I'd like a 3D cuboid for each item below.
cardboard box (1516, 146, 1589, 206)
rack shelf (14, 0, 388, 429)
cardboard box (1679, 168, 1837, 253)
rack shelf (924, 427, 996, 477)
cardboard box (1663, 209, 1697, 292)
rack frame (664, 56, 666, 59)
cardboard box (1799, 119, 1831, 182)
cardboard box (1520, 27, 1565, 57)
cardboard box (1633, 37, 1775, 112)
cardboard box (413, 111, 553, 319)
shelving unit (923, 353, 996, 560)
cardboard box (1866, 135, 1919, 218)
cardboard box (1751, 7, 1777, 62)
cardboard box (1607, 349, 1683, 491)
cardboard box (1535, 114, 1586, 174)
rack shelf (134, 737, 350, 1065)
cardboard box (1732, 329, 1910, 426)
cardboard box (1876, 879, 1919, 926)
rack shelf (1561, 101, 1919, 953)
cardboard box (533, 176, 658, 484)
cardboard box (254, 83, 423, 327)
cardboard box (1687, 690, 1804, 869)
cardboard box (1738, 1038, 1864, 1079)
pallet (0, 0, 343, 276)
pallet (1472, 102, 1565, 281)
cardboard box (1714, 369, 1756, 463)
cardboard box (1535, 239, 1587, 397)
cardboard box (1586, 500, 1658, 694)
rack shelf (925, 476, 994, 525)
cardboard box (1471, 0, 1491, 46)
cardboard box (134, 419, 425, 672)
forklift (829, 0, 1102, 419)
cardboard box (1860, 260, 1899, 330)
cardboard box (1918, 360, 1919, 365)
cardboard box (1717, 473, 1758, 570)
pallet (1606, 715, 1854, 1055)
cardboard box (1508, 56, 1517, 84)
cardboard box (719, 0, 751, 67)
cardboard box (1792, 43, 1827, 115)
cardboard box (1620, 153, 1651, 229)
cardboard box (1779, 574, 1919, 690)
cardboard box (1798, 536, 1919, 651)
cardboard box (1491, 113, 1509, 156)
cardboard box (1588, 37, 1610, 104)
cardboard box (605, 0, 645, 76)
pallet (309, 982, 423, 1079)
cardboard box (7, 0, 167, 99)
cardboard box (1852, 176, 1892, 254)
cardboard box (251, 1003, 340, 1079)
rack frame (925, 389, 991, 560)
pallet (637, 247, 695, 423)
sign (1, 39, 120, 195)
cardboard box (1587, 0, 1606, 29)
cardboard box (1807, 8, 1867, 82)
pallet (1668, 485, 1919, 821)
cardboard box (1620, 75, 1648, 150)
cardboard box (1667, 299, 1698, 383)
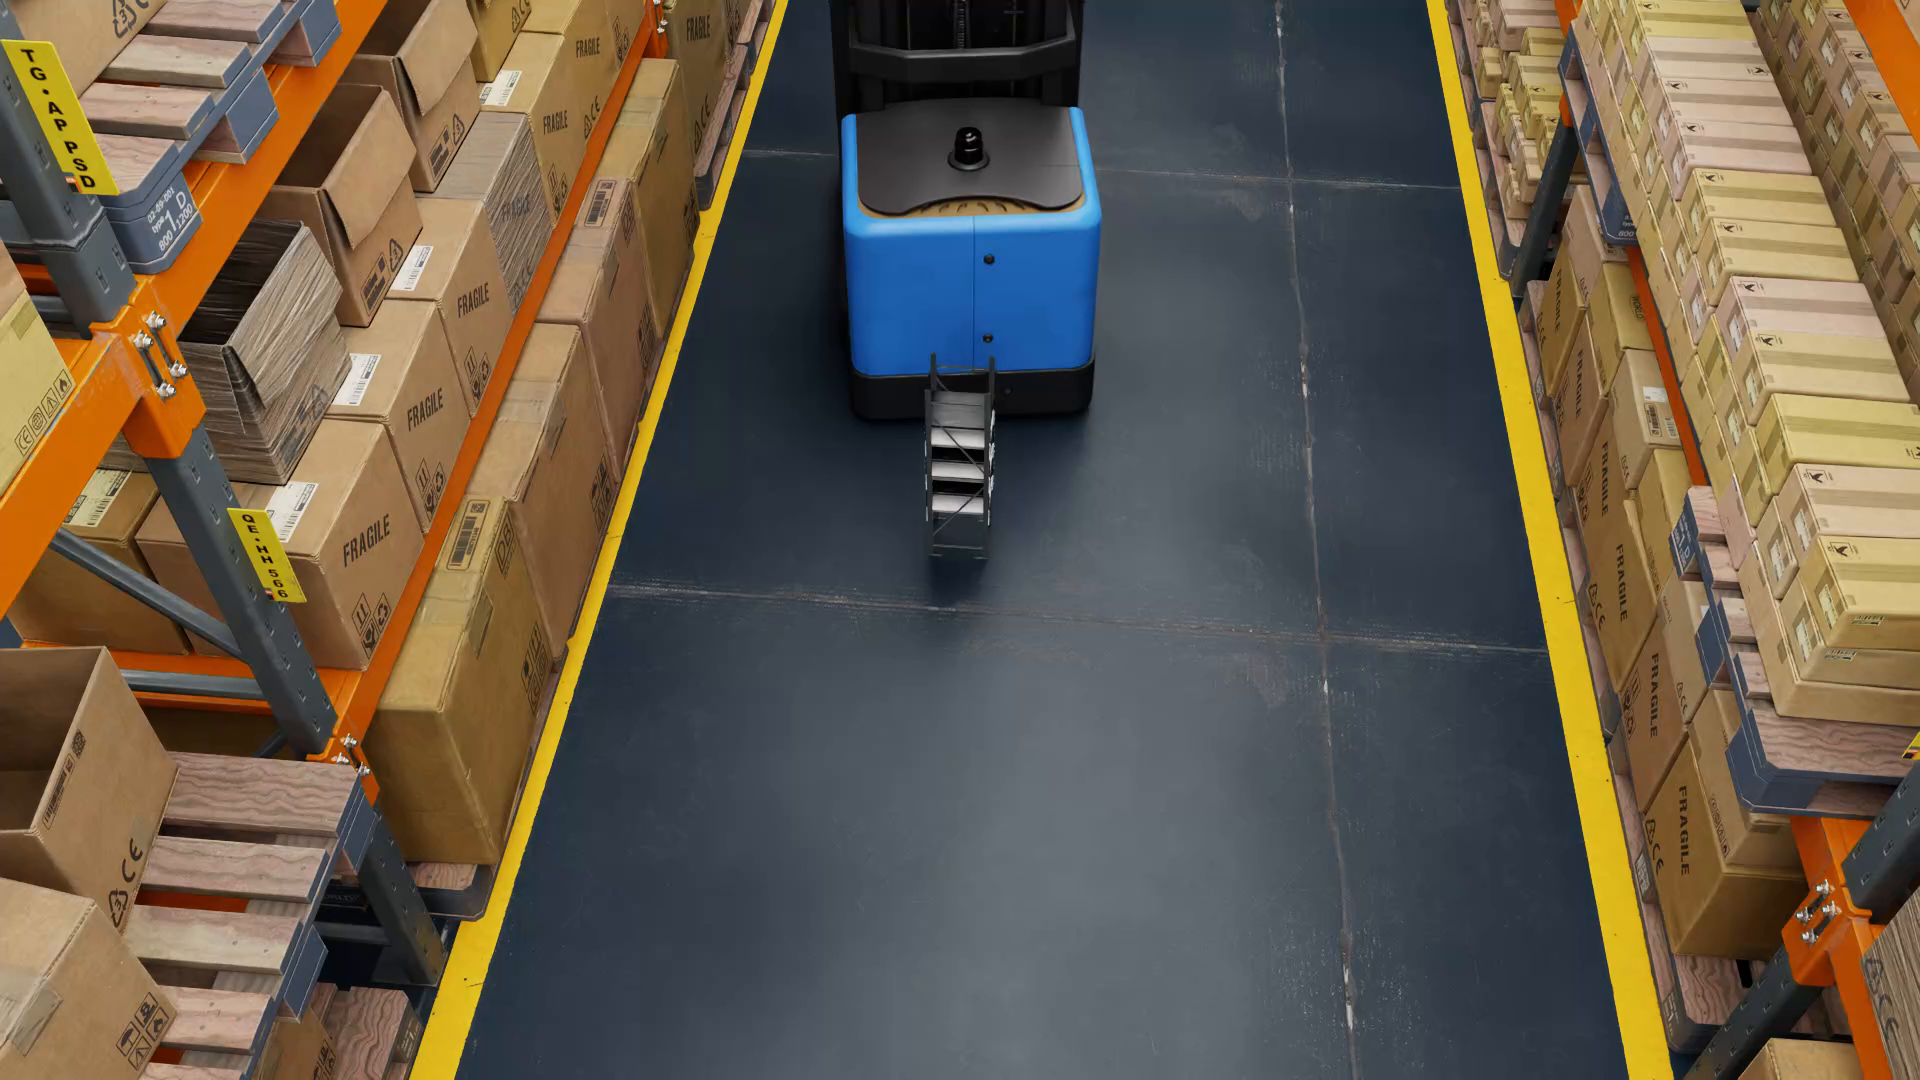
[{"bbox_3d":[2.808,-1.690,7.735,0.380,0.149,0.250,5,48,4],"label":"cardboard box"},{"bbox_3d":[-2.017,-1.865,4.903,1.077,0.370,4.000,4,48,4],"label":"rack shelf"},{"bbox_3d":[2.464,-1.008,5.147,0.380,0.149,0.250,5,48,5],"label":"cardboard box"},{"bbox_3d":[0.001,-0.348,6.408,0.258,0.077,0.200,4,48,4],"label":"rack shelf"},{"bbox_3d":[2.461,-0.906,5.256,0.380,0.149,0.250,3,48,3],"label":"cardboard box"},{"bbox_3d":[-1.835,-2.565,7.089,1.000,3.000,0.127,4,48,4],"label":"rack frame"},{"bbox_3d":[3.185,-1.351,5.864,0.380,0.149,0.250,2,48,2],"label":"cardboard box"},{"bbox_3d":[2.969,-2.376,8.160,0.380,0.149,0.250,5,48,5],"label":"cardboard box"},{"bbox_3d":[2.531,-1.579,5.670,0.380,0.149,0.250,3,48,3],"label":"cardboard box"},{"bbox_3d":[-1.749,-1.121,5.701,0.500,0.500,0.500,4,48,4],"label":"cardboard box"},{"bbox_3d":[0.001,-0.310,6.449,0.258,0.900,0.210,4,48,4],"label":"shelving unit"},{"bbox_3d":[3.134,-1.149,5.276,0.380,0.149,0.250,2,48,2],"label":"cardboard box"},{"bbox_3d":[3.256,-1.909,6.375,0.380,0.149,0.250,3,48,3],"label":"cardboard box"},{"bbox_3d":[2.668,-0.417,6.026,0.500,0.250,0.500,6,48,5],"label":"cardboard box"},{"bbox_3d":[2.869,-1.816,7.649,0.380,0.149,0.250,5,48,5],"label":"cardboard box"},{"bbox_3d":[-2.382,2.087,3.322,1.077,0.370,4.000,4,48,4],"label":"rack shelf"},{"bbox_3d":[2.389,-0.440,4.628,0.380,0.149,0.250,5,48,5],"label":"cardboard box"},{"bbox_3d":[3.049,0.982,5.255,0.500,0.500,0.500,2,48,2],"label":"cardboard box"},{"bbox_3d":[2.913,-0.445,5.637,1.077,0.370,4.000,4,48,4],"label":"rack shelf"},{"bbox_3d":[-1.954,-0.861,6.686,1.225,0.875,0.875,2,48,2],"label":"cardboard box"},{"bbox_3d":[-2.054,-1.013,4.922,0.797,0.503,0.637,5,48,4],"label":"cardboard box"},{"bbox_3d":[2.532,0.711,4.994,0.500,0.250,0.500,3,48,3],"label":"cardboard box"},{"bbox_3d":[2.586,1.841,4.299,1.050,0.750,0.750,3,48,3],"label":"cardboard box"},{"bbox_3d":[-2.193,-1.051,3.799,1.213,0.211,1.003,6,48,5],"label":"pallet"},{"bbox_3d":[3.121,-1.712,8.199,1.003,0.211,1.213,4,48,4],"label":"pallet"},{"bbox_3d":[2.390,-0.342,4.740,0.380,0.149,0.250,4,48,4],"label":"cardboard box"},{"bbox_3d":[2.764,-0.930,7.003,0.500,0.500,0.500,6,48,5],"label":"cardboard box"},{"bbox_3d":[2.614,0.212,5.959,0.500,0.500,0.500,2,48,2],"label":"cardboard box"},{"bbox_3d":[0.001,-0.166,6.607,0.258,0.077,0.200,4,48,4],"label":"rack shelf"},{"bbox_3d":[2.966,-2.775,8.928,0.380,0.149,0.250,4,48,4],"label":"cardboard box"},{"bbox_3d":[-1.884,0.002,4.674,0.500,0.500,0.500,5,48,5],"label":"cardboard box"},{"bbox_3d":[-0.029,-2.592,7.161,1.130,2.935,3.031,-2,48,-2],"label":"forklift"},{"bbox_3d":[3.117,-0.755,5.320,0.380,0.149,0.250,2,48,2],"label":"cardboard box"},{"bbox_3d":[3.065,-0.481,4.867,0.380,0.149,0.250,4,48,4],"label":"cardboard box"},{"bbox_3d":[2.365,-0.039,4.665,0.380,0.149,0.250,5,48,4],"label":"cardboard box"},{"bbox_3d":[2.804,1.149,5.582,1.003,0.211,1.213,4,48,4],"label":"pallet"},{"bbox_3d":[2.947,-2.265,8.261,0.380,0.149,0.250,4,48,4],"label":"cardboard box"},{"bbox_3d":[-1.613,-3.130,8.762,0.875,0.875,0.875,4,48,4],"label":"cardboard box"},{"bbox_3d":[3.207,-1.633,5.921,0.380,0.149,0.250,6,48,5],"label":"cardboard box"},{"bbox_3d":[2.509,-1.196,5.723,0.380,0.149,0.250,2,48,2],"label":"cardboard box"},{"bbox_3d":[2.322,0.231,4.216,0.380,0.149,0.250,5,48,4],"label":"cardboard box"},{"bbox_3d":[2.319,0.134,4.103,0.380,0.149,0.250,2,48,2],"label":"cardboard box"},{"bbox_3d":[2.859,-2.031,8.249,0.380,0.149,0.250,2,48,2],"label":"cardboard box"},{"bbox_3d":[2.582,-1.751,6.231,0.380,0.149,0.250,5,48,4],"label":"cardboard box"},{"bbox_3d":[-1.605,-2.237,6.721,0.500,0.500,0.500,4,48,4],"label":"cardboard box"},{"bbox_3d":[-2.272,1.890,4.904,1.003,0.211,1.213,4,48,4],"label":"pallet"},{"bbox_3d":[-2.215,-1.268,3.515,0.797,0.503,0.637,6,48,6],"label":"cardboard box"},{"bbox_3d":[3.139,-1.040,5.378,0.380,0.149,0.250,4,48,4],"label":"cardboard box"},{"bbox_3d":[-2.240,1.563,4.709,0.700,0.500,0.500,2,48,1],"label":"cardboard box"},{"bbox_3d":[-0.009,-0.235,6.381,0.240,0.900,0.006,4,48,4],"label":"rack frame"},{"bbox_3d":[-1.830,-1.052,7.595,1.003,0.211,1.213,4,48,4],"label":"pallet"},{"bbox_3d":[-1.659,-0.774,3.068,0.100,0.325,0.005,4,48,4],"label":"sign"},{"bbox_3d":[2.601,-2.056,6.307,0.380,0.149,0.250,5,48,4],"label":"cardboard box"},{"bbox_3d":[3.204,-1.719,5.798,0.380,0.149,0.250,2,48,2],"label":"cardboard box"},{"bbox_3d":[2.690,0.316,4.584,1.213,0.211,1.003,4,48,4],"label":"pallet"},{"bbox_3d":[2.534,-1.484,5.785,0.380,0.149,0.250,2,48,2],"label":"cardboard box"},{"bbox_3d":[2.440,-0.610,5.187,0.380,0.149,0.250,5,48,5],"label":"cardboard box"}]
